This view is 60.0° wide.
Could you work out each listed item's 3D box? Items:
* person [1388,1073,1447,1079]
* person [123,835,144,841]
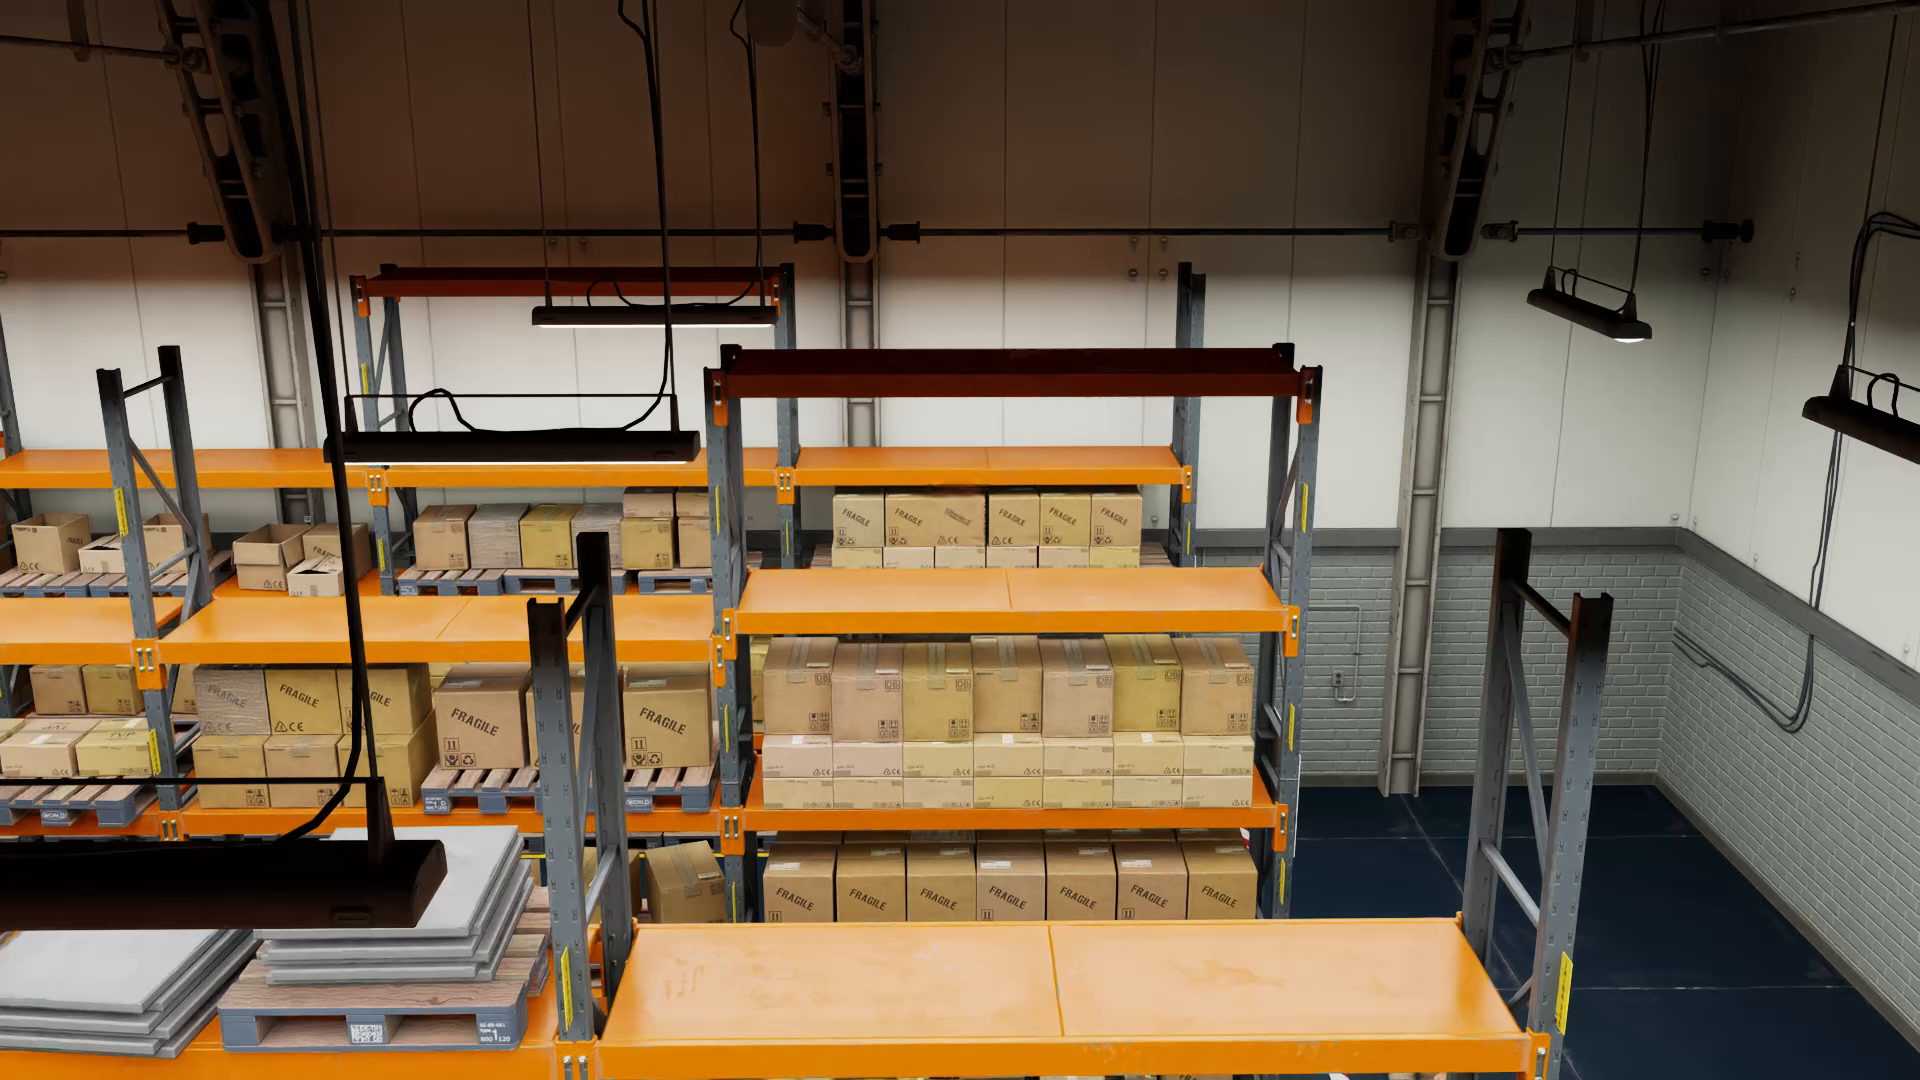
[{"bbox_3d":[3.422,3.853,12.404,0.530,1.615,1.018,8,18,26],"label":"person"},{"bbox_3d":[-7.146,3.210,14.628,0.565,1.651,0.549,4,17,13],"label":"person"}]
